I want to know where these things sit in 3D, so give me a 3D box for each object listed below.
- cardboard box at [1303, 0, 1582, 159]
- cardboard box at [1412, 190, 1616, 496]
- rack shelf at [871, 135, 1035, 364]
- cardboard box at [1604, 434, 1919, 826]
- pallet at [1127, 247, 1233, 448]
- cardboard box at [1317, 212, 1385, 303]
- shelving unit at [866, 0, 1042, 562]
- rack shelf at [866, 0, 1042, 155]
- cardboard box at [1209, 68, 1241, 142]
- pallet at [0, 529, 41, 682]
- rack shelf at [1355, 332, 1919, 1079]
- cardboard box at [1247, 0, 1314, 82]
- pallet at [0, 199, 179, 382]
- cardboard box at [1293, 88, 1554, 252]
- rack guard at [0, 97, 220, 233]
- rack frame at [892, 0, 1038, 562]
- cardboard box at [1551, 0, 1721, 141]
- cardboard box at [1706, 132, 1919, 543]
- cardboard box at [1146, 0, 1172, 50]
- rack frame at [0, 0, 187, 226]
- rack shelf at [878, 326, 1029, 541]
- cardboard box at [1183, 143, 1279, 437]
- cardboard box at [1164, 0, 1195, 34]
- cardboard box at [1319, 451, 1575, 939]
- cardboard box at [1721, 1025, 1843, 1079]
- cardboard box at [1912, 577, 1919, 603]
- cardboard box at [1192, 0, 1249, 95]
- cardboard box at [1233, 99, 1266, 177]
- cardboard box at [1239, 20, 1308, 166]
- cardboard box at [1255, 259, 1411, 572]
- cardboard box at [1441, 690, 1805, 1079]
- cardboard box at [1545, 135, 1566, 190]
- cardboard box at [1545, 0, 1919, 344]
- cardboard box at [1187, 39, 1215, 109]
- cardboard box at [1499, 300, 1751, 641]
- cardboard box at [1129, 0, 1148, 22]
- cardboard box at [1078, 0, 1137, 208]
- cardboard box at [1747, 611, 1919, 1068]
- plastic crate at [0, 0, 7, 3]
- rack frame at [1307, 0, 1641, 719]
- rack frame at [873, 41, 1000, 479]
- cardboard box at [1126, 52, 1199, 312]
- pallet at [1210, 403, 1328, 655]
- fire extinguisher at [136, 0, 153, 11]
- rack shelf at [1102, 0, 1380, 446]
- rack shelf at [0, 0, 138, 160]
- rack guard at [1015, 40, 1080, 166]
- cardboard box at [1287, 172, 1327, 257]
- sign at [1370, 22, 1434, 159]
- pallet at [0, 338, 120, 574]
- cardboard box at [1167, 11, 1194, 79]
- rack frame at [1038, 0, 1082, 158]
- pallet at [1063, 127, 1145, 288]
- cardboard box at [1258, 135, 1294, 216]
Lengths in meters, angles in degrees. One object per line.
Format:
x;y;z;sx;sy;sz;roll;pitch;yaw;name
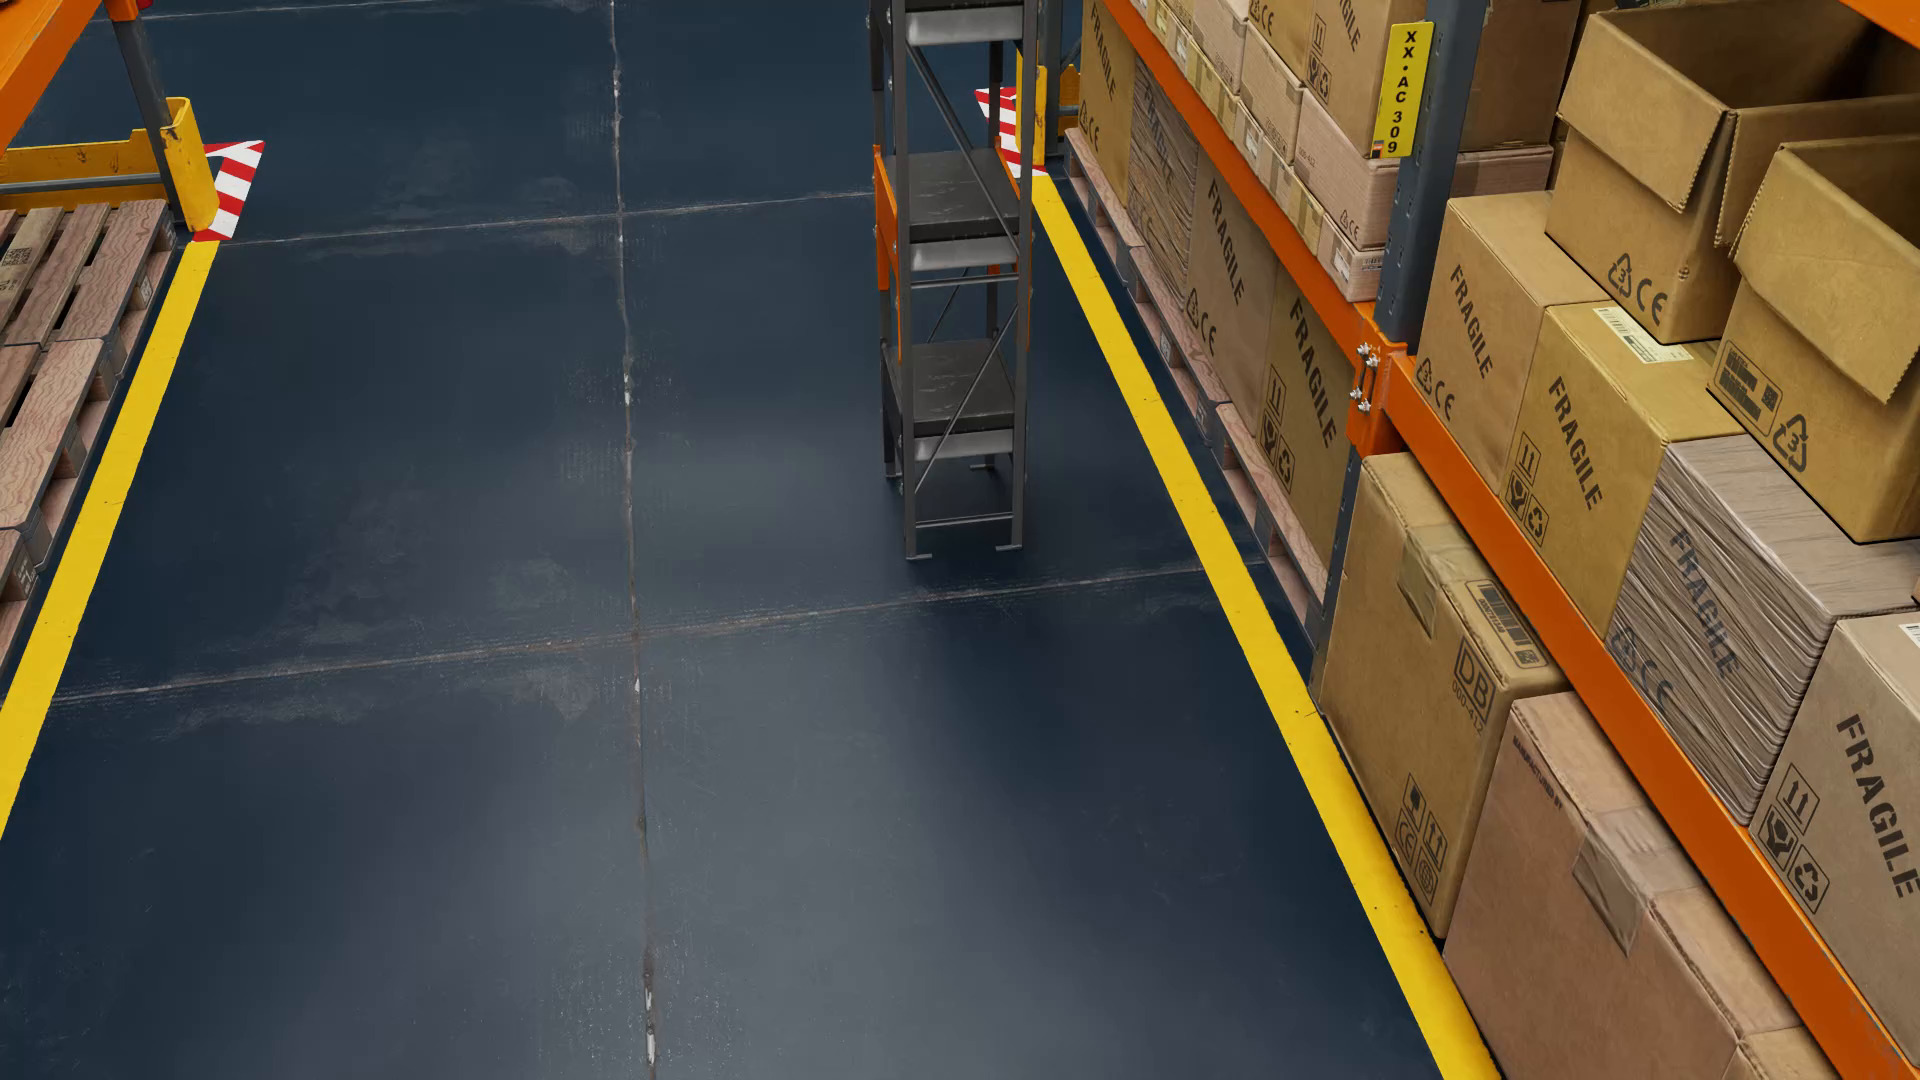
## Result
1.233;-1.337;4.294;0.500;0.500;0.500;-5;38;-7;cardboard box
1.411;-0.468;3.826;0.500;0.500;0.500;-6;38;-8;cardboard box
-0.029;-0.918;5.243;0.431;0.518;0.480;-6;38;-8;rack shelf
1.587;0.138;3.046;0.500;0.500;0.500;-7;38;-9;cardboard box
1.303;-0.839;6.657;1.003;0.211;1.213;-6;38;-8;pallet
1.201;-0.783;4.518;0.380;0.149;0.250;-6;38;-8;cardboard box
-0.029;-0.929;5.235;0.431;2.100;0.503;-6;38;-8;shelving unit
-0.029;-1.471;4.813;0.431;0.518;0.480;-6;38;-8;rack shelf
1.020;-1.405;5.318;0.380;0.149;0.250;-6;38;-7;cardboard box
-3.467;0.460;4.985;1.003;0.211;1.213;-6;38;-8;pallet
1.927;0.759;2.915;1.077;0.370;4.000;-6;38;-8;rack shelf
1.149;-1.640;4.684;0.500;0.500;0.500;-6;38;-7;cardboard box
-3.895;-1.013;6.882;1.003;0.211;1.213;-6;38;-8;pallet
1.241;-1.030;4.511;0.500;0.250;0.500;-7;38;-9;cardboard box
-4.018;-1.643;7.457;1.175;0.500;0.348;-6;38;-8;rack guard
0.014;-0.782;5.045;0.400;2.100;0.015;-6;38;-8;rack frame
1.744;-1.405;4.382;0.500;0.500;0.500;-6;38;-8;cardboard box
1.805;-0.369;2.880;0.797;0.503;0.637;-6;38;-7;cardboard box
0.884;-1.872;5.919;0.380;0.149;0.250;-7;38;-9;cardboard box
-4.001;-2.617;6.673;1.000;3.000;0.127;-6;38;-8;rack frame
-0.029;-0.366;5.672;0.431;0.518;0.480;-6;38;-8;rack shelf
1.382;-1.011;5.996;0.875;0.875;0.875;-6;38;-8;cardboard box
0.972;-1.957;5.704;0.500;0.250;0.500;-7;38;-9;cardboard box
1.708;0.324;4.277;1.225;0.875;0.875;-6;38;-8;cardboard box
2.029;1.397;2.896;1.225;0.875;0.875;-6;38;-8;cardboard box
1.930;0.005;2.399;0.797;0.503;0.637;-5;38;-6;cardboard box
1.058;-1.651;5.310;0.500;0.250;0.500;-5;38;-7;cardboard box
1.065;-1.249;5.118;0.380;0.149;0.250;-6;38;-7;cardboard box
1.148;-1.343;4.913;0.500;0.250;0.500;-5;38;-7;cardboard box
1.540;-0.468;5.296;0.875;0.875;0.875;-6;38;-8;cardboard box
1.866;0.864;3.583;1.225;0.875;0.875;-7;38;-10;cardboard box
1.752;-1.104;4.606;0.500;0.250;0.500;-7;38;-9;cardboard box
1.697;-0.784;3.415;0.797;0.503;0.637;-7;38;-9;cardboard box
0.975;-1.559;5.517;0.380;0.149;0.250;-7;38;-9;cardboard box
1.500;-0.165;3.436;0.500;0.500;0.500;-6;38;-8;cardboard box
0.840;-2.024;6.115;0.380;0.149;0.250;-7;38;-8;cardboard box
1.066;-2.098;7.396;0.875;0.875;0.875;-6;38;-8;cardboard box
1.683;0.449;2.646;0.500;0.500;0.500;-6;38;-7;cardboard box
-3.680;-2.063;6.127;0.396;0.136;0.243;-6;38;-8;plastic crate
1.576;-0.734;4.249;1.000;3.000;0.127;-6;38;-8;rack frame
-0.072;-1.077;5.424;0.400;2.100;0.015;-6;38;-8;rack frame
1.226;-1.549;6.688;0.875;0.875;0.875;-6;38;-8;cardboard box
1.520;-0.100;5.707;1.003;0.211;1.213;-6;38;-8;pallet
-3.580;-2.579;6.992;0.296;0.674;0.183;-6;38;-8;fire extinguisher
1.226;-1.657;6.025;1.077;0.370;4.000;-6;38;-8;rack shelf
-3.650;-1.125;5.339;1.077;0.370;4.000;-6;38;-8;rack shelf
0.871;-2.177;8.145;1.175;0.500;0.348;-6;38;-8;rack guard
1.155;-0.939;4.719;0.380;0.149;0.250;-6;38;-7;cardboard box
1.030;-1.046;3.881;0.100;0.325;0.005;-6;38;-8;sign
-3.684;-0.278;5.936;1.003;0.211;1.213;-6;38;-8;pallet
0.931;-1.713;5.715;0.380;0.149;0.250;-6;38;-7;cardboard box
0.875;-3.150;7.359;1.000;3.000;0.127;-6;38;-8;rack frame
1.092;-1.574;7.604;1.003;0.211;1.213;-6;38;-8;pallet
1.110;-1.094;4.918;0.380;0.149;0.250;-7;38;-9;cardboard box
